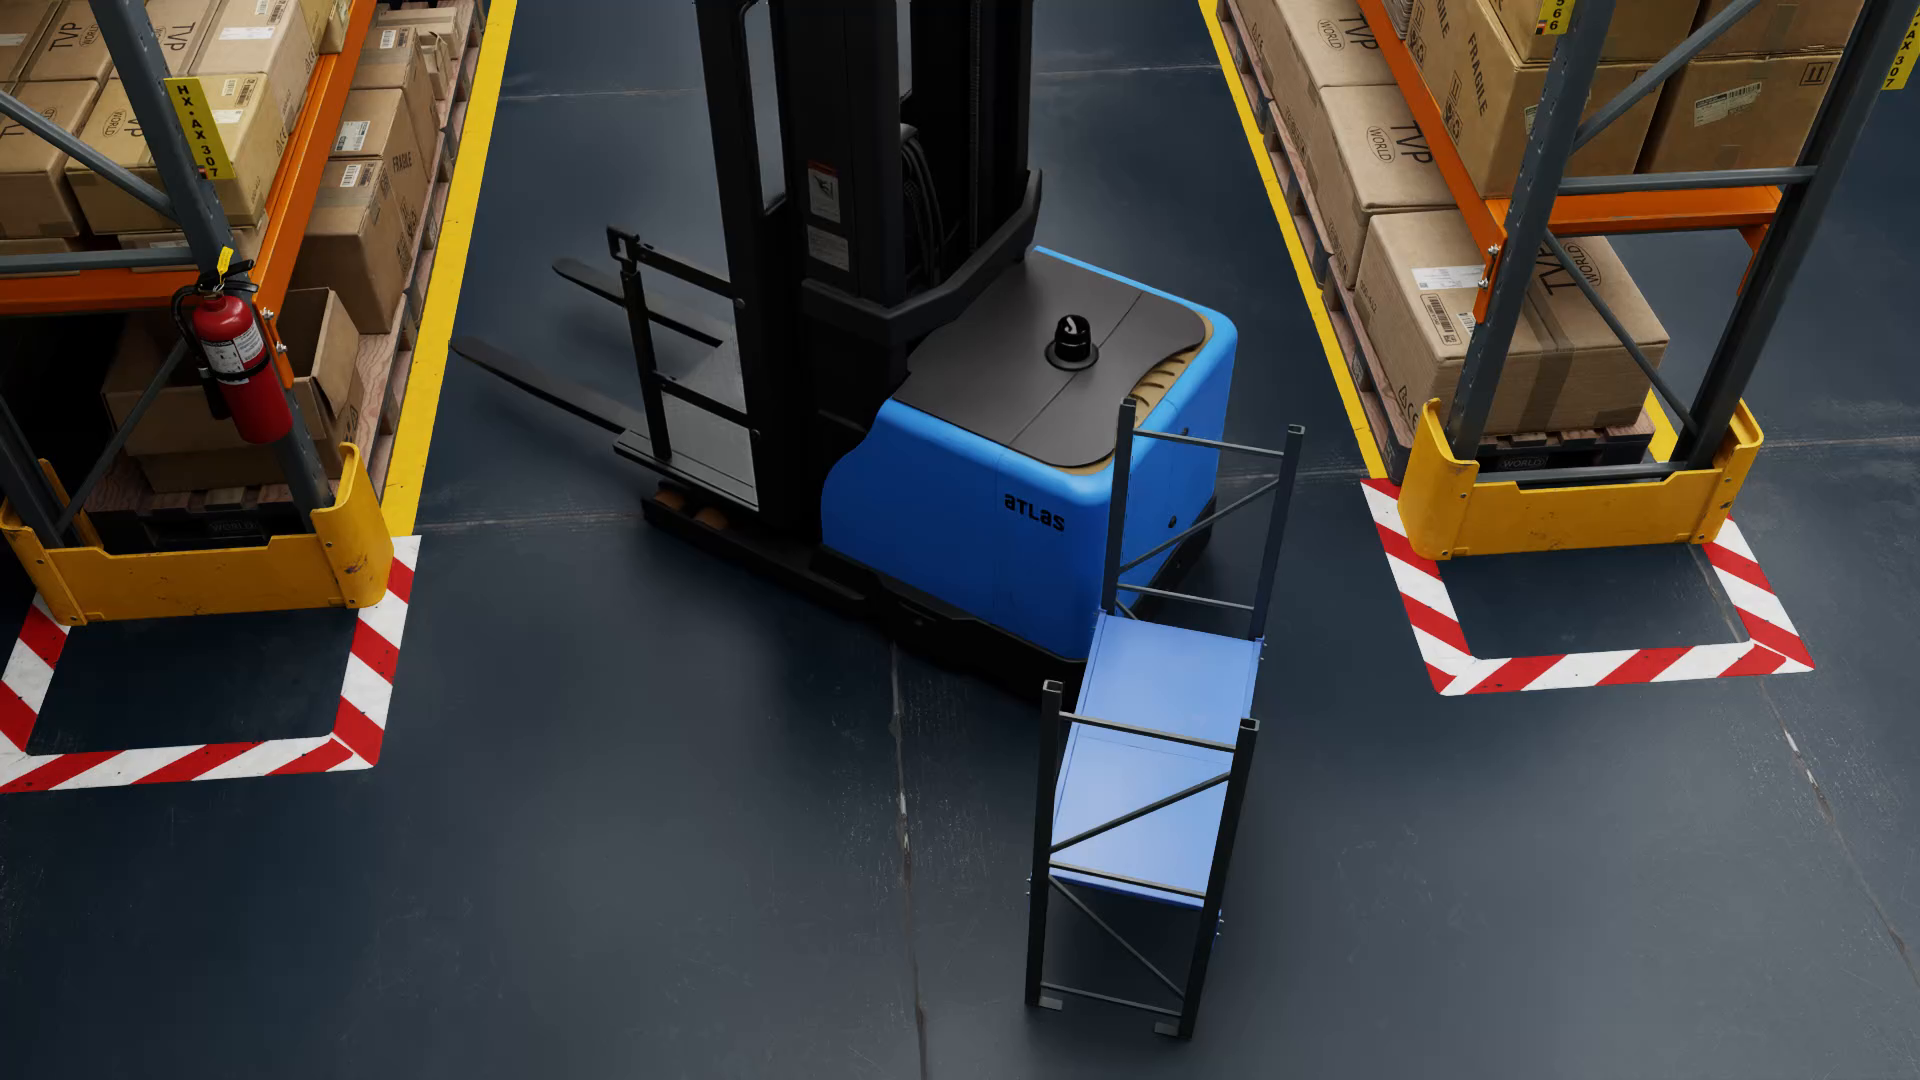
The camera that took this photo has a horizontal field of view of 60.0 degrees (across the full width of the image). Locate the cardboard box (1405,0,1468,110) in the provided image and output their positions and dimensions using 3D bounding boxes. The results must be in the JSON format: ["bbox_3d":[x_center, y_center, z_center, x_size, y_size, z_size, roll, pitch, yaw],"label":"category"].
[{"bbox_3d":[1.933,-1.860,5.876,0.500,0.500,0.500,-4,47,-4],"label":"cardboard box"}]

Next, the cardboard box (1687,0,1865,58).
[{"bbox_3d":[2.507,-1.871,5.199,0.500,0.500,0.500,-4,47,-4],"label":"cardboard box"}]

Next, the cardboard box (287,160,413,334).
[{"bbox_3d":[-2.672,-1.178,6.732,0.700,0.500,0.500,-2,47,-2],"label":"cardboard box"}]

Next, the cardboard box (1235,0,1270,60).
[{"bbox_3d":[1.875,-2.825,8.335,0.875,0.438,0.875,-4,47,-4],"label":"cardboard box"}]

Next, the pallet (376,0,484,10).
[{"bbox_3d":[-3.123,-3.345,9.273,1.003,0.211,1.213,-3,47,-3],"label":"pallet"}]

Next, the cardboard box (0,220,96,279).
[{"bbox_3d":[-2.977,-0.961,5.267,0.380,0.149,0.250,-4,47,-4],"label":"cardboard box"}]

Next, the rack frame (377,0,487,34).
[{"bbox_3d":[-3.017,-3.718,7.705,1.000,3.000,0.127,-3,47,-3],"label":"rack frame"}]

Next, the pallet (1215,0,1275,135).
[{"bbox_3d":[1.915,-2.509,8.480,1.003,0.211,1.213,-3,47,-3],"label":"pallet"}]

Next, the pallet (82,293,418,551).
[{"bbox_3d":[-2.756,-0.497,6.575,1.003,0.211,1.213,-3,47,-3],"label":"pallet"}]

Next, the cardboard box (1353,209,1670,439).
[{"bbox_3d":[2.109,-0.863,6.477,0.875,0.438,0.875,-5,47,-5],"label":"cardboard box"}]

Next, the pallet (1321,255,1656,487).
[{"bbox_3d":[2.119,-0.743,6.808,1.003,0.211,1.213,-3,47,-3],"label":"pallet"}]

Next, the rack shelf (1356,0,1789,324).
[{"bbox_3d":[2.096,-2.328,6.884,1.077,0.370,4.000,-3,47,-3],"label":"rack shelf"}]

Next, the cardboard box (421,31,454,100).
[{"bbox_3d":[-2.648,-2.279,7.936,0.396,0.266,0.258,-2,47,-2],"label":"cardboard box"}]

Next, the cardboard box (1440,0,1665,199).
[{"bbox_3d":[1.960,-1.496,5.532,0.500,0.500,0.500,-3,47,-3],"label":"cardboard box"}]

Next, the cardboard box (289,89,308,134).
[{"bbox_3d":[-2.520,-1.548,5.823,0.380,0.149,0.250,-2,47,-2],"label":"cardboard box"}]

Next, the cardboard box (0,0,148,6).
[{"bbox_3d":[-3.064,-1.923,5.904,0.500,0.250,0.500,-2,47,-2],"label":"cardboard box"}]

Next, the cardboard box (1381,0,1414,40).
[{"bbox_3d":[1.880,-2.231,6.228,0.500,0.500,0.500,-2,47,-2],"label":"cardboard box"}]

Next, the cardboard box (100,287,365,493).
[{"bbox_3d":[-2.639,-0.558,6.143,0.797,0.503,0.637,-5,47,-5],"label":"cardboard box"}]

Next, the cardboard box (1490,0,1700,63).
[{"bbox_3d":[1.986,-1.841,5.170,0.500,0.500,0.500,-2,47,-2],"label":"cardboard box"}]

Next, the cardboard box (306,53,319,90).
[{"bbox_3d":[-2.548,-1.740,6.005,0.380,0.149,0.250,-3,47,-3],"label":"cardboard box"}]

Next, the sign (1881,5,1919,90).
[{"bbox_3d":[2.817,-1.483,4.937,0.100,0.325,0.005,-3,47,-3],"label":"sign"}]

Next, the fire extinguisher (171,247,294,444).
[{"bbox_3d":[-2.209,-0.591,5.054,0.296,0.674,0.183,-3,47,-3],"label":"fire extinguisher"}]

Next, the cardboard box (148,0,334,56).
[{"bbox_3d":[-2.540,-1.951,5.930,0.500,0.250,0.500,-4,47,-4],"label":"cardboard box"}]

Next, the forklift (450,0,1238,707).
[{"bbox_3d":[-0.593,-1.267,5.431,3.031,2.935,1.130,24,51,21],"label":"forklift"}]

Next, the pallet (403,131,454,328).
[{"bbox_3d":[-2.855,-1.377,7.409,1.003,0.211,1.213,-3,47,-3],"label":"pallet"}]

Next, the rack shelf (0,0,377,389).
[{"bbox_3d":[-2.850,-2.024,6.596,1.077,0.370,4.000,-3,47,-3],"label":"rack shelf"}]

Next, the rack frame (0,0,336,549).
[{"bbox_3d":[-2.682,-0.824,4.964,1.000,3.000,0.127,-3,47,-3],"label":"rack frame"}]

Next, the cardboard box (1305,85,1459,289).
[{"bbox_3d":[2.024,-1.525,7.104,0.875,0.438,0.875,-2,47,-2],"label":"cardboard box"}]

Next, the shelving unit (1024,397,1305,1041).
[{"bbox_3d":[0.560,0.536,4.709,0.538,1.500,1.048,10,47,10],"label":"shelving unit"}]

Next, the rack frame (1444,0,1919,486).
[{"bbox_3d":[2.264,-1.128,5.253,1.000,3.000,0.127,-3,47,-3],"label":"rack frame"}]

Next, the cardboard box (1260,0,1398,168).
[{"bbox_3d":[1.950,-2.177,7.721,0.875,0.438,0.875,-5,47,-4],"label":"cardboard box"}]

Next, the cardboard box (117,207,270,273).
[{"bbox_3d":[-2.436,-0.992,5.297,0.380,0.149,0.250,-4,47,-4],"label":"cardboard box"}]

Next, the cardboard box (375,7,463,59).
[{"bbox_3d":[-2.678,-2.497,8.223,0.380,0.149,0.250,-5,47,-4],"label":"cardboard box"}]

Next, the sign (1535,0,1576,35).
[{"bbox_3d":[1.722,-1.585,4.725,0.100,0.325,0.005,-3,47,-3],"label":"sign"}]

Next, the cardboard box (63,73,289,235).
[{"bbox_3d":[-2.452,-1.219,5.237,0.500,0.250,0.500,-3,47,-3],"label":"cardboard box"}]

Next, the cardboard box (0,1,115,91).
[{"bbox_3d":[-3.027,-1.564,5.564,0.500,0.250,0.500,-3,47,-3],"label":"cardboard box"}]

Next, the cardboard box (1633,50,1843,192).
[{"bbox_3d":[2.510,-1.527,5.562,0.500,0.500,0.500,-4,47,-4],"label":"cardboard box"}]

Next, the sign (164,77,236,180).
[{"bbox_3d":[-2.141,-1.155,4.681,0.100,0.325,0.005,-3,47,-3],"label":"sign"}]

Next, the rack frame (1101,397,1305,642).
[{"bbox_3d":[0.682,0.178,5.048,0.500,1.500,0.032,10,47,10],"label":"rack frame"}]

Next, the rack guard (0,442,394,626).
[{"bbox_3d":[-2.688,-0.019,5.924,1.175,0.500,0.348,-3,47,-3],"label":"rack guard"}]

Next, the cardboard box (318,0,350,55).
[{"bbox_3d":[-2.495,-1.927,6.182,0.380,0.149,0.250,-5,47,-4],"label":"cardboard box"}]

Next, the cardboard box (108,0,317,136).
[{"bbox_3d":[-2.494,-1.584,5.583,0.500,0.250,0.500,-3,47,-3],"label":"cardboard box"}]

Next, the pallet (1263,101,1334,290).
[{"bbox_3d":[2.020,-1.624,7.643,1.003,0.211,1.213,-3,47,-3],"label":"pallet"}]

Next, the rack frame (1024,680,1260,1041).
[{"bbox_3d":[0.438,0.895,4.370,0.500,1.500,0.032,10,47,10],"label":"rack frame"}]

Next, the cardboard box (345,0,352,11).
[{"bbox_3d":[-2.537,-2.116,6.361,0.380,0.149,0.250,-3,47,-2],"label":"cardboard box"}]

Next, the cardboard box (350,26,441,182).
[{"bbox_3d":[-2.759,-1.929,7.443,0.700,0.500,0.500,-5,47,-5],"label":"cardboard box"}]

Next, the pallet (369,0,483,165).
[{"bbox_3d":[-2.960,-2.262,8.247,1.003,0.211,1.213,-3,47,-3],"label":"pallet"}]

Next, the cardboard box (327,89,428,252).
[{"bbox_3d":[-2.616,-1.566,7.100,0.500,0.500,0.500,-3,47,-3],"label":"cardboard box"}]

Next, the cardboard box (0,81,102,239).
[{"bbox_3d":[-2.985,-1.191,5.211,0.500,0.250,0.500,-2,47,-2],"label":"cardboard box"}]

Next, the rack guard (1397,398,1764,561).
[{"bbox_3d":[2.266,-0.251,6.144,1.175,0.500,0.348,-3,47,-3],"label":"rack guard"}]

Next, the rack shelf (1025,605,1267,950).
[{"bbox_3d":[0.560,0.660,4.840,0.538,0.185,1.000,10,47,10],"label":"rack shelf"}]
